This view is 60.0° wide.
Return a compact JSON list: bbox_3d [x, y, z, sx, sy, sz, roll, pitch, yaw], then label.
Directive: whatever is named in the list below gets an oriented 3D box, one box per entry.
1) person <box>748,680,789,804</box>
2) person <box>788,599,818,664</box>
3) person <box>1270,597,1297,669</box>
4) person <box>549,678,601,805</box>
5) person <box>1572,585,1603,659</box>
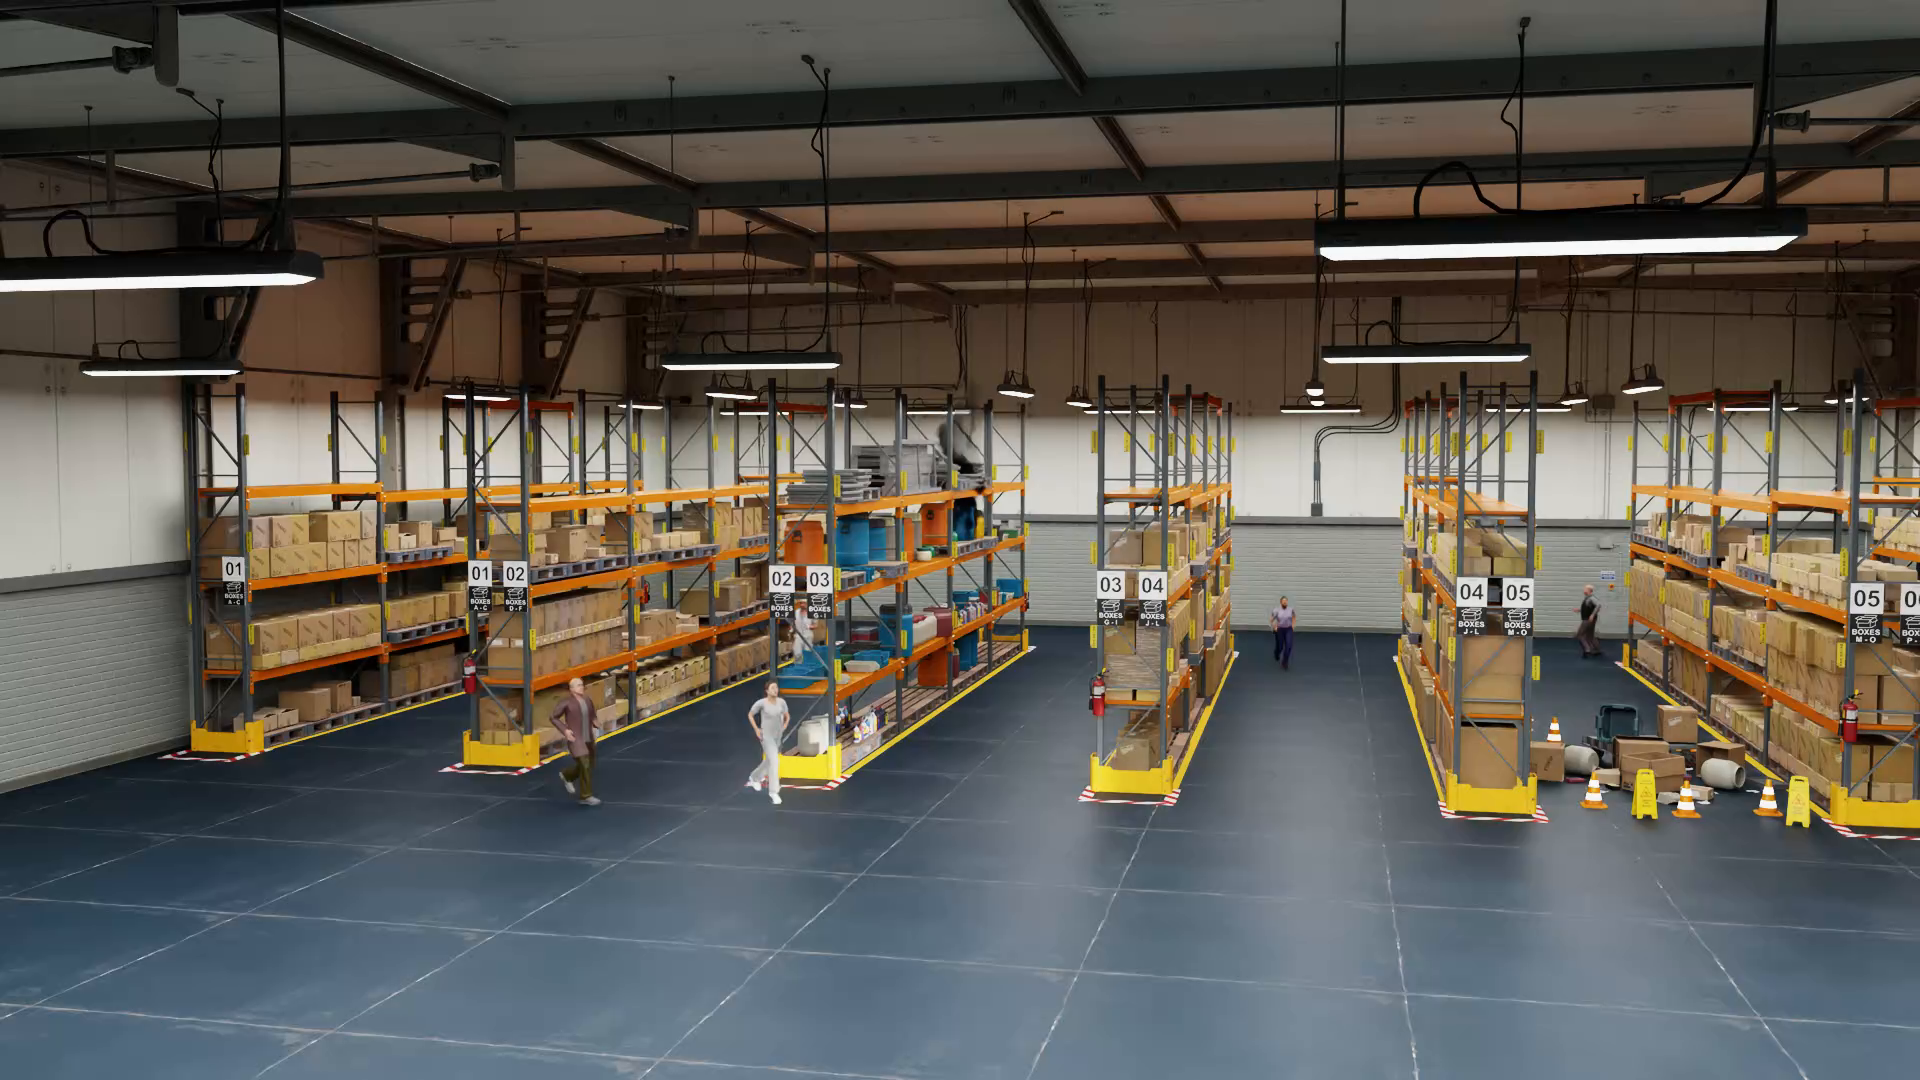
[{"bbox_3d":[-2.698,2.819,23.573,0.579,1.699,0.859,-3,4,-42],"label":"person"},{"bbox_3d":[-3.322,2.099,35.153,0.644,1.796,0.713,0,3,0],"label":"person"},{"bbox_3d":[7.279,2.087,37.414,0.615,1.619,0.646,0,3,-1],"label":"person"},{"bbox_3d":[-5.343,2.799,23.225,0.911,1.746,0.720,2,4,35],"label":"person"},{"bbox_3d":[14.709,1.936,38.965,0.715,1.776,0.674,1,3,19],"label":"person"}]
